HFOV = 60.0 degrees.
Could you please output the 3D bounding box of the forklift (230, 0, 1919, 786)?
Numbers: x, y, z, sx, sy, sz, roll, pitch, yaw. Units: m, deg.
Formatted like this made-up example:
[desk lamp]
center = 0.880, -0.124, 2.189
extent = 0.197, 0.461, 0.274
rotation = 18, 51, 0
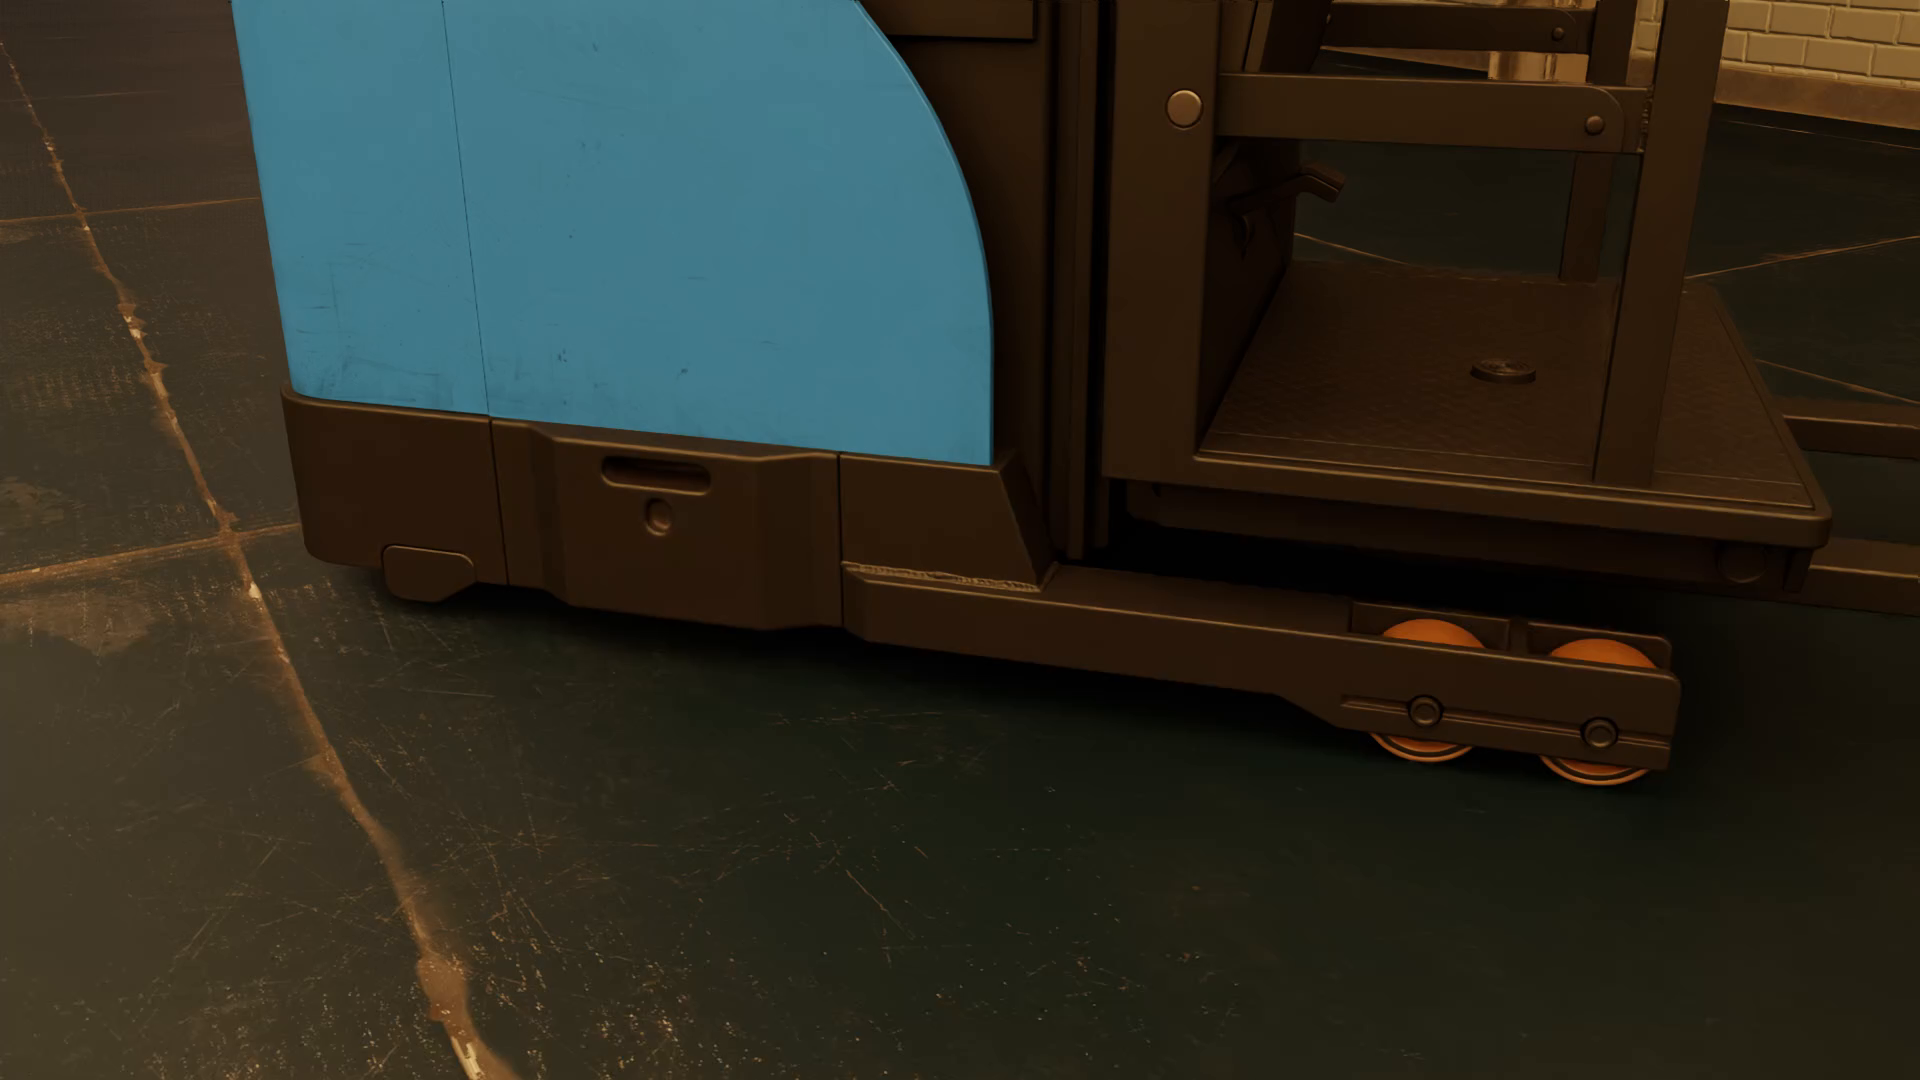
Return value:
[forklift]
center = 0.616, -1.295, 1.930
extent = 3.031, 2.935, 1.130
rotation = 6, 23, 15
